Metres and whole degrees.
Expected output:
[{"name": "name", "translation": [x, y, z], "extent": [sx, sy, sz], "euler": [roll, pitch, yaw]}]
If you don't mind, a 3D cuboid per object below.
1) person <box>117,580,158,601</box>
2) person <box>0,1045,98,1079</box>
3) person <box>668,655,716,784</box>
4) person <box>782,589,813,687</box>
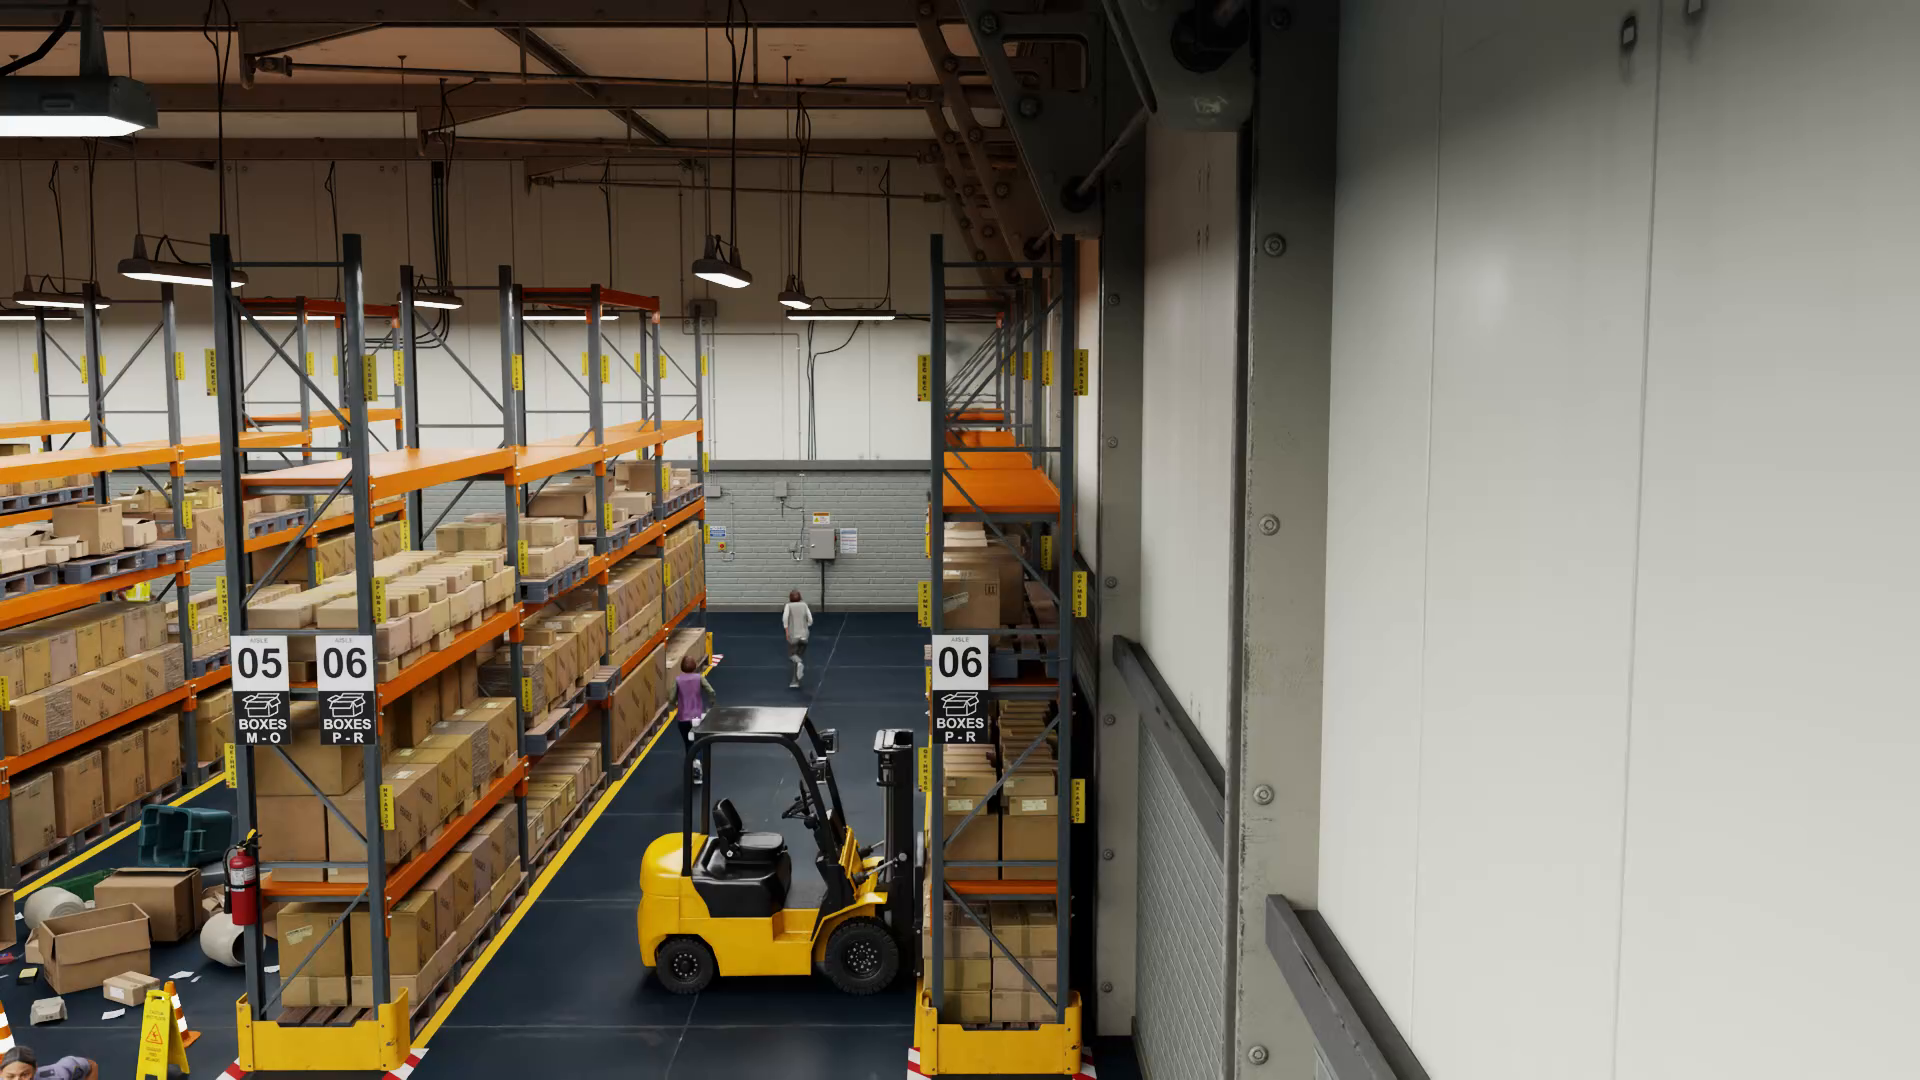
[{"name": "person", "translation": [-14.244, 1.136, 28.779], "extent": [0.561, 1.727, 0.728], "euler": [1, 6, 10]}, {"name": "person", "translation": [-5.074, 3.419, 9.146], "extent": [0.648, 1.613, 0.951], "euler": [-3, 7, -24]}, {"name": "person", "translation": [-3.247, 2.169, 20.200], "extent": [0.572, 1.567, 0.477], "euler": [-1, 6, -9]}, {"name": "person", "translation": [-2.532, 1.605, 25.958], "extent": [0.506, 1.437, 0.688], "euler": [-2, 7, -16]}]
